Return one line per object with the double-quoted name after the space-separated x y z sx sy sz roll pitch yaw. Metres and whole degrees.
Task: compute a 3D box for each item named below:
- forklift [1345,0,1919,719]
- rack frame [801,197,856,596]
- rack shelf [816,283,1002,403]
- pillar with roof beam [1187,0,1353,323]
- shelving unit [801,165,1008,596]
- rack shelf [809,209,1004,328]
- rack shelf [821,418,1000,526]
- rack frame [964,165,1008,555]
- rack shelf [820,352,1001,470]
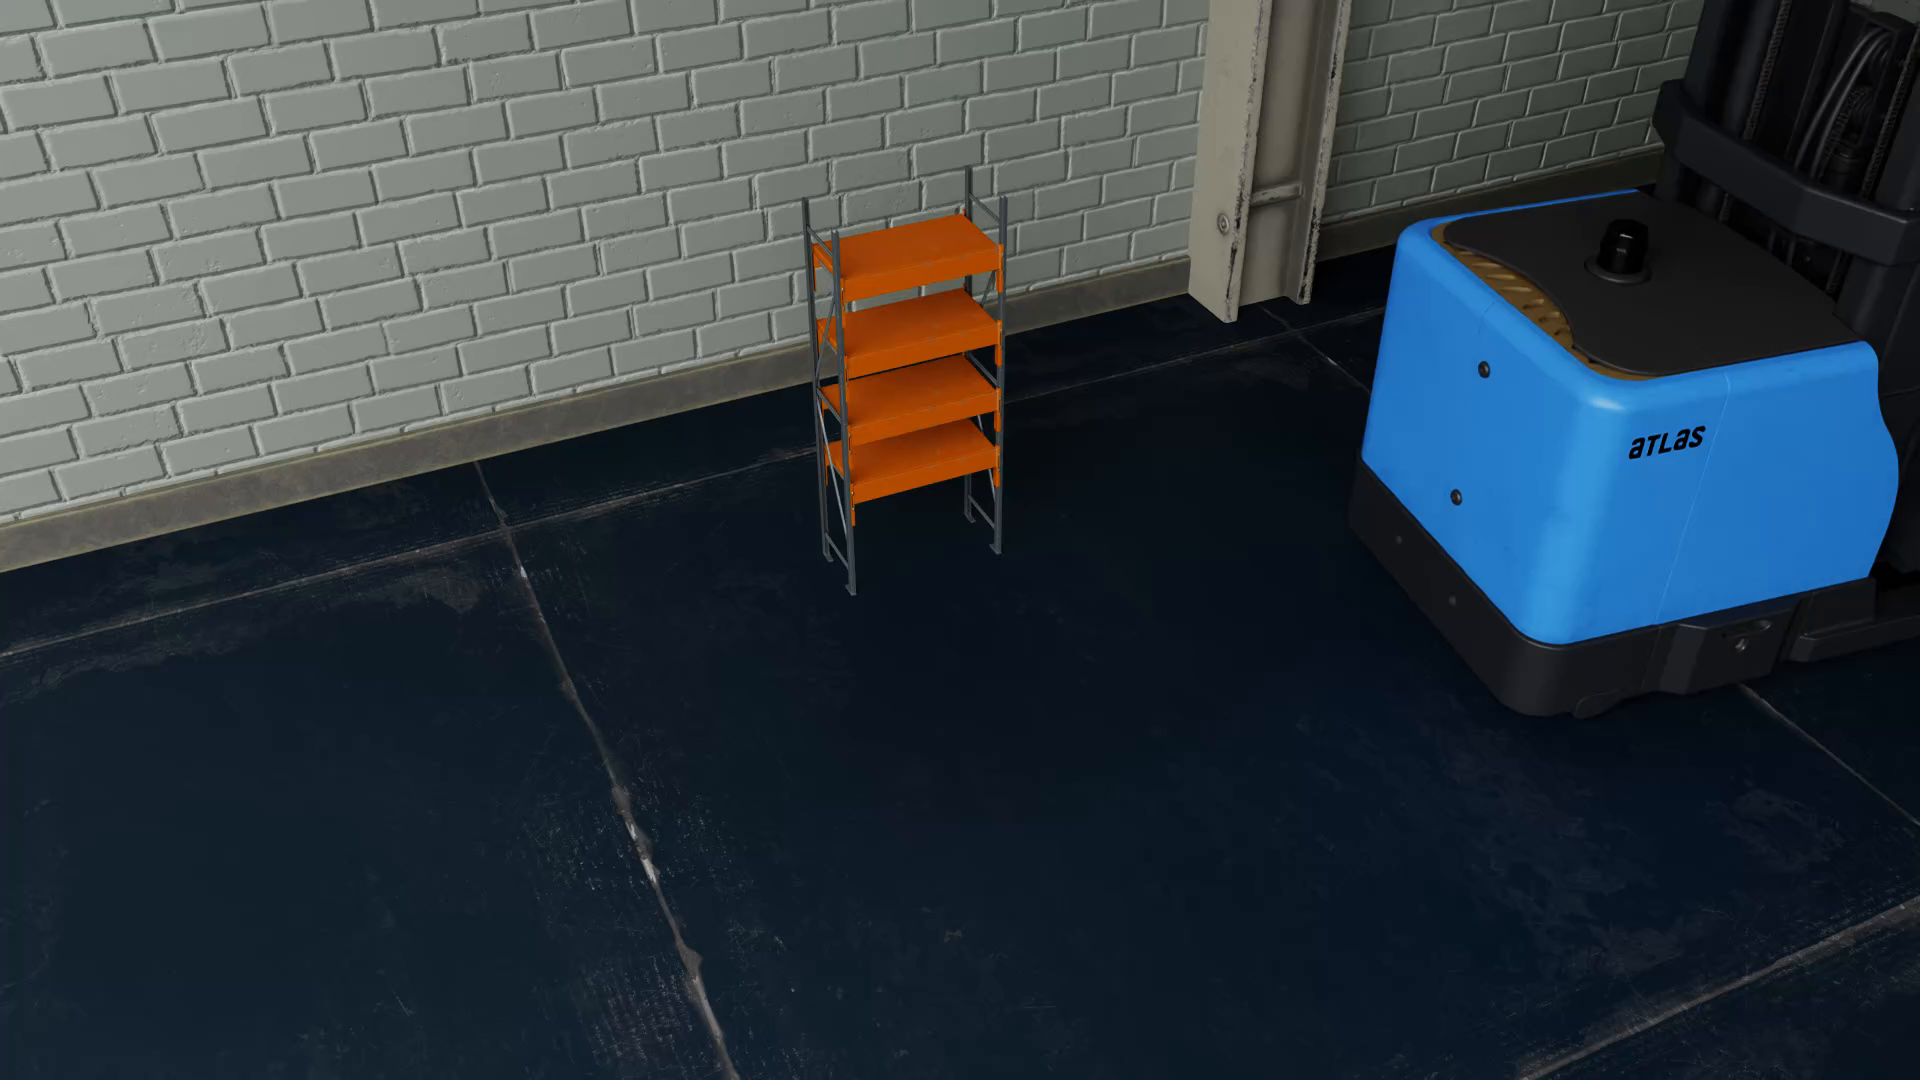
2.784 -1.196 4.402 3.031 2.935 1.130 -11 38 -14 "forklift"
-0.371 -0.378 4.753 0.015 1.200 0.240 -16 39 -20 "rack frame"
-0.150 -0.566 4.743 0.480 0.148 0.258 -16 39 -20 "rack shelf"
2.960 -2.256 0.738 0.400 9.000 9.100 -16 39 -20 "pillar with roof beam"
-0.150 -0.440 4.836 0.503 1.200 0.258 -16 39 -20 "shelving unit"
-0.150 -0.756 4.602 0.480 0.148 0.258 -16 39 -20 "rack shelf"
-0.150 -0.226 4.994 0.480 0.148 0.258 -16 39 -20 "rack shelf"
0.071 -0.502 4.919 0.015 1.200 0.240 -16 39 -20 "rack frame"
-0.150 -0.386 4.876 0.480 0.148 0.258 -16 39 -20 "rack shelf"
